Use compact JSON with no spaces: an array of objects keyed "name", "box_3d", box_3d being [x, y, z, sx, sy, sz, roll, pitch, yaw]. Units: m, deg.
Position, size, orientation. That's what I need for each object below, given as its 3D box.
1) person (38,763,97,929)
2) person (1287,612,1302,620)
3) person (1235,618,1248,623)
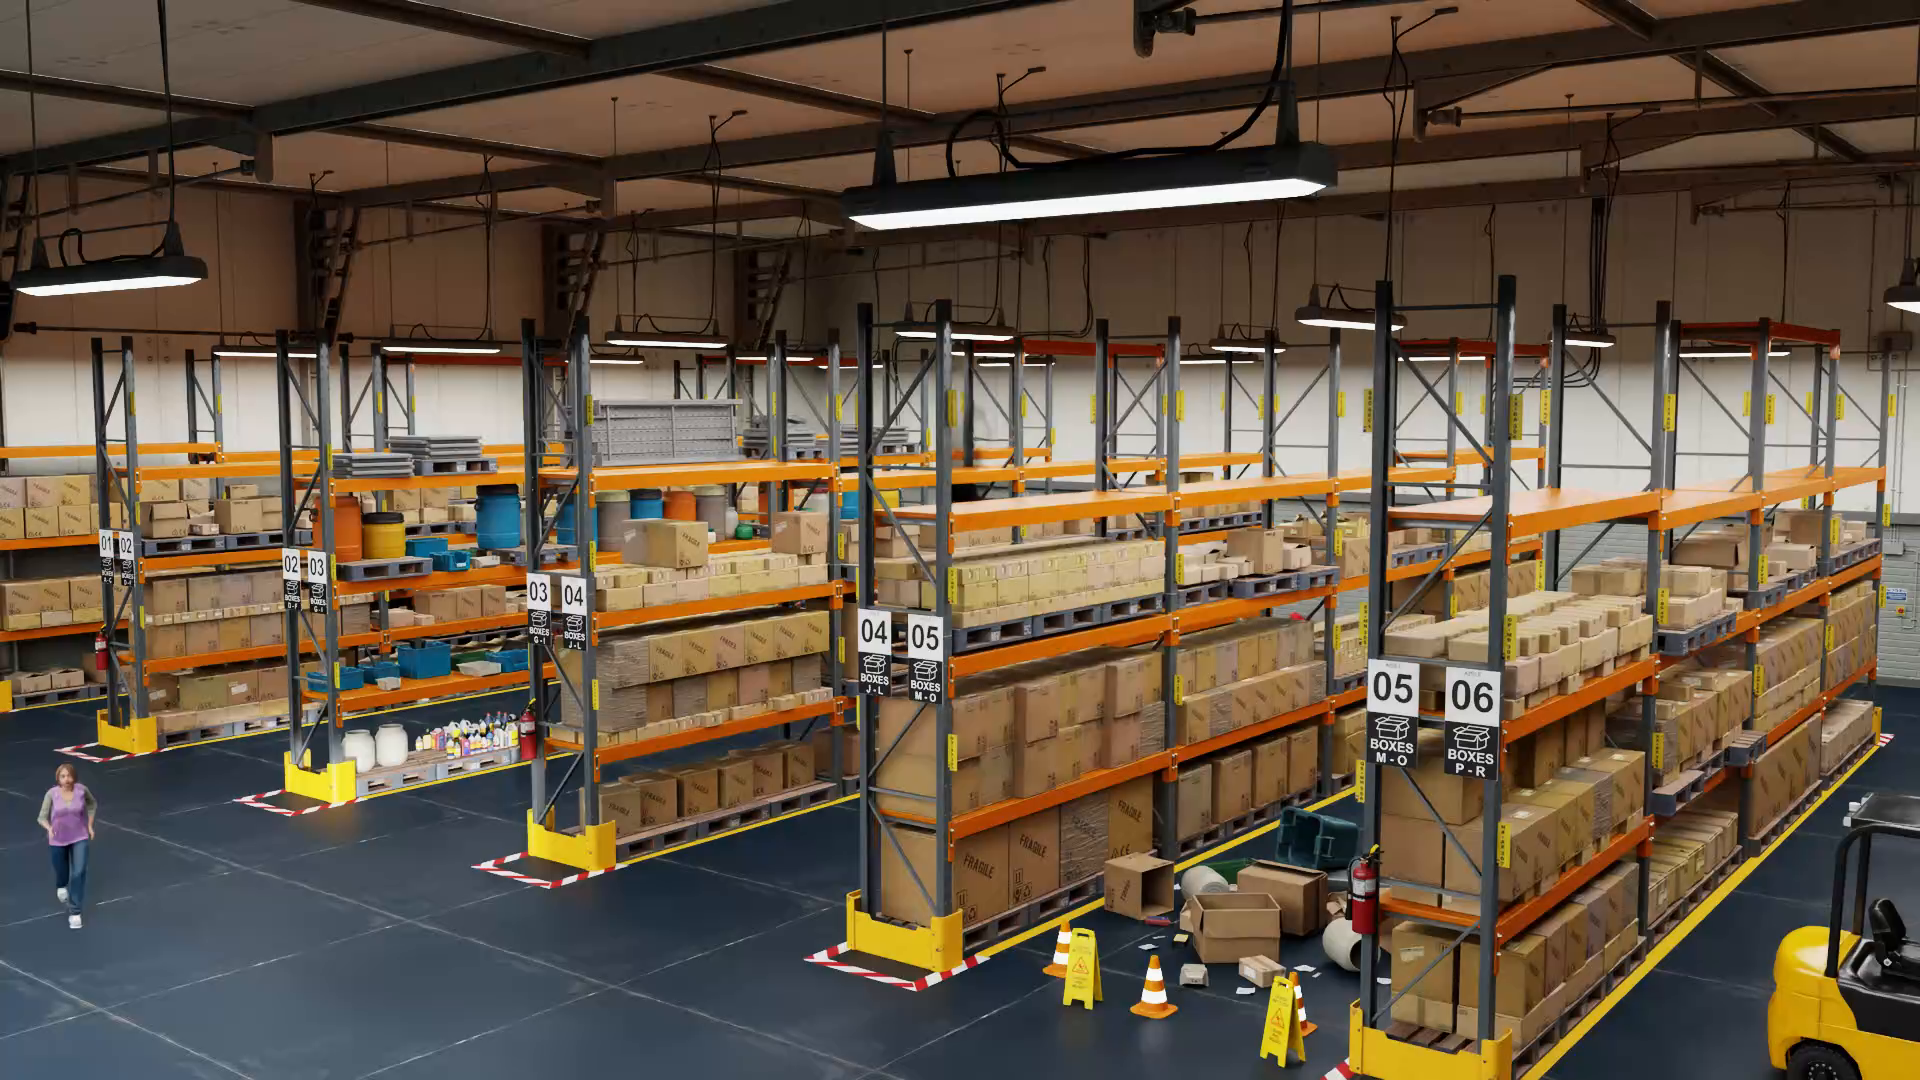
[{"name":"person","box_3d":[-8.766,2.958,16.358,0.524,1.579,0.822,-3,6,-32]},{"name":"person","box_3d":[5.212,2.031,25.739,0.629,1.839,0.806,4,6,40]},{"name":"person","box_3d":[4.017,1.964,23.735,0.628,1.730,0.834,3,6,29]}]
